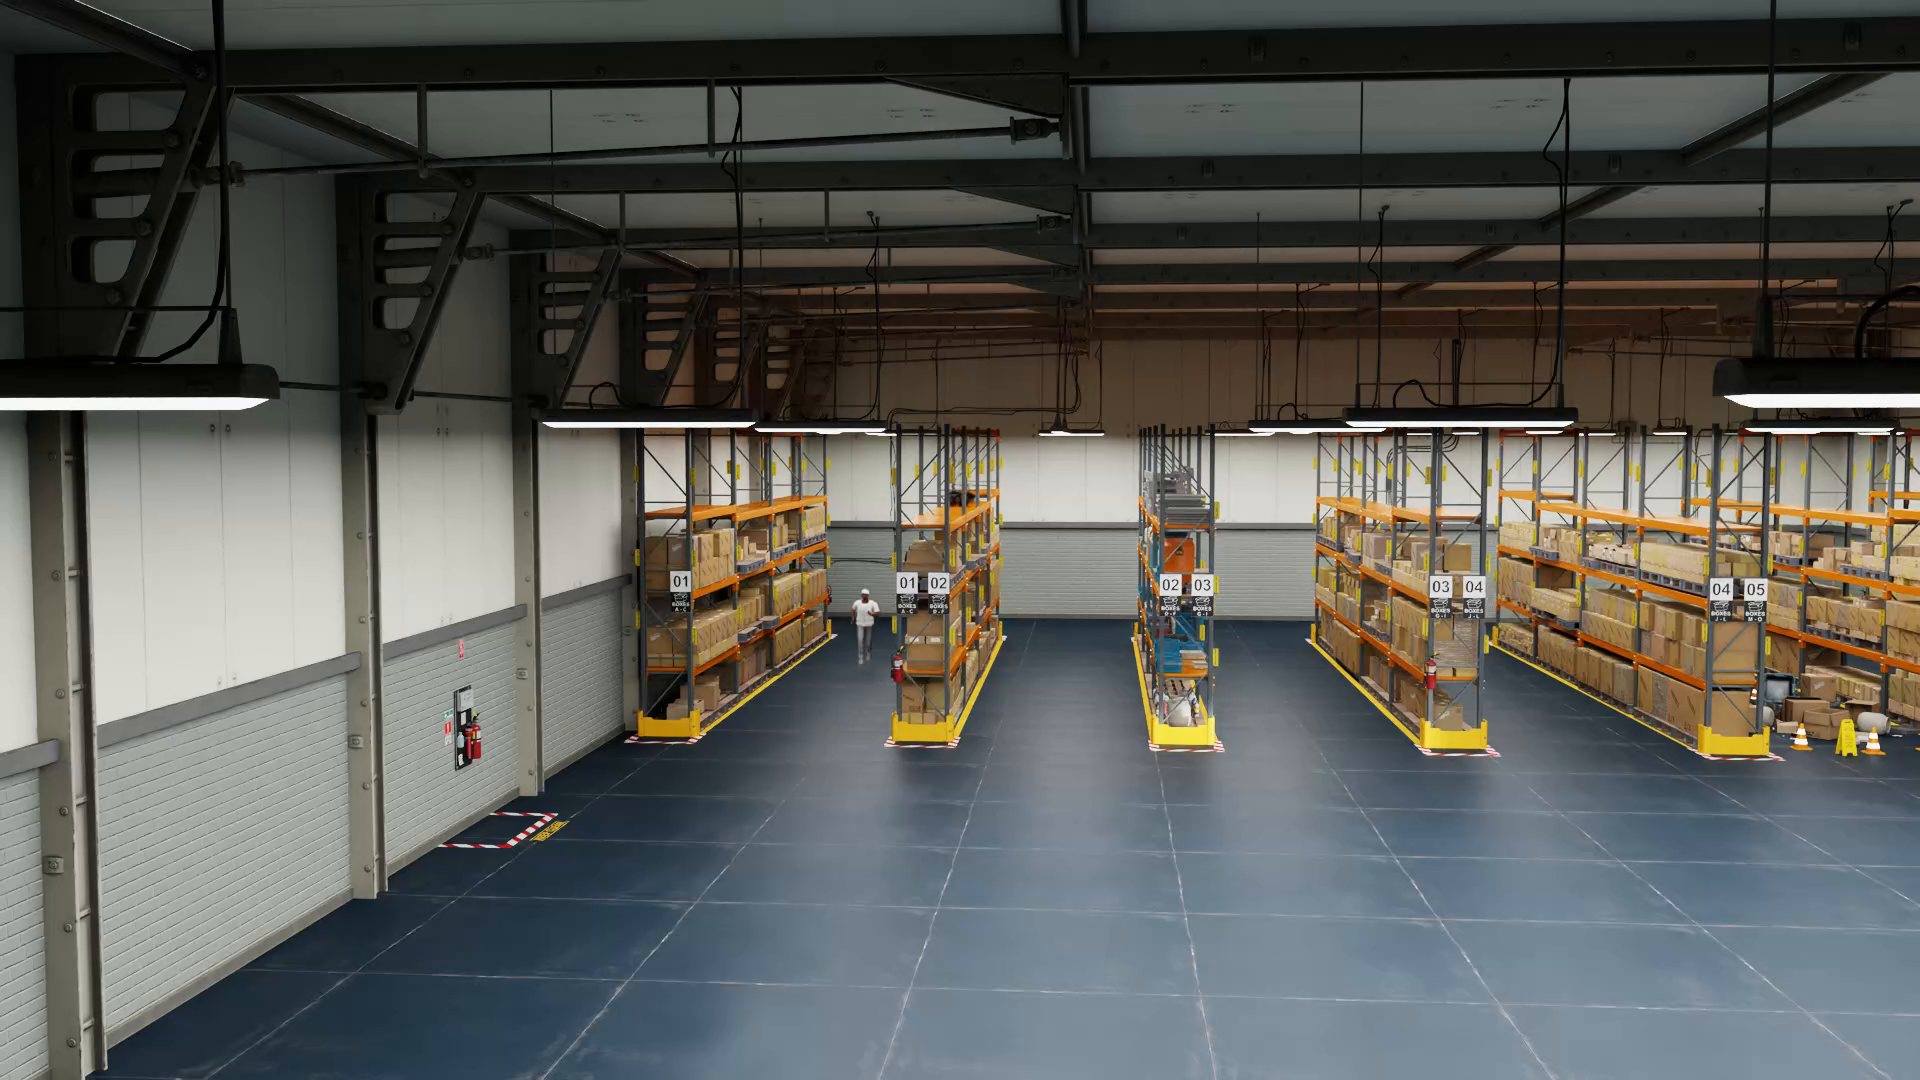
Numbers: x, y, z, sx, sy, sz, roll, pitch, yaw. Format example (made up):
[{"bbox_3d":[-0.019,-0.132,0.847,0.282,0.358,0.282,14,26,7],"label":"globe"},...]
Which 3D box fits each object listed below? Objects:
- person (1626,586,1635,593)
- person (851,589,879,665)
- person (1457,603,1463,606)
[{"bbox_3d":[18.948,1.990,47.212,0.922,1.695,0.614,0,4,-8],"label":"person"},{"bbox_3d":[-2.300,2.078,40.277,0.693,1.787,0.885,0,3,0],"label":"person"},{"bbox_3d":[13.678,2.086,46.569,0.851,1.610,0.650,3,4,37],"label":"person"}]
